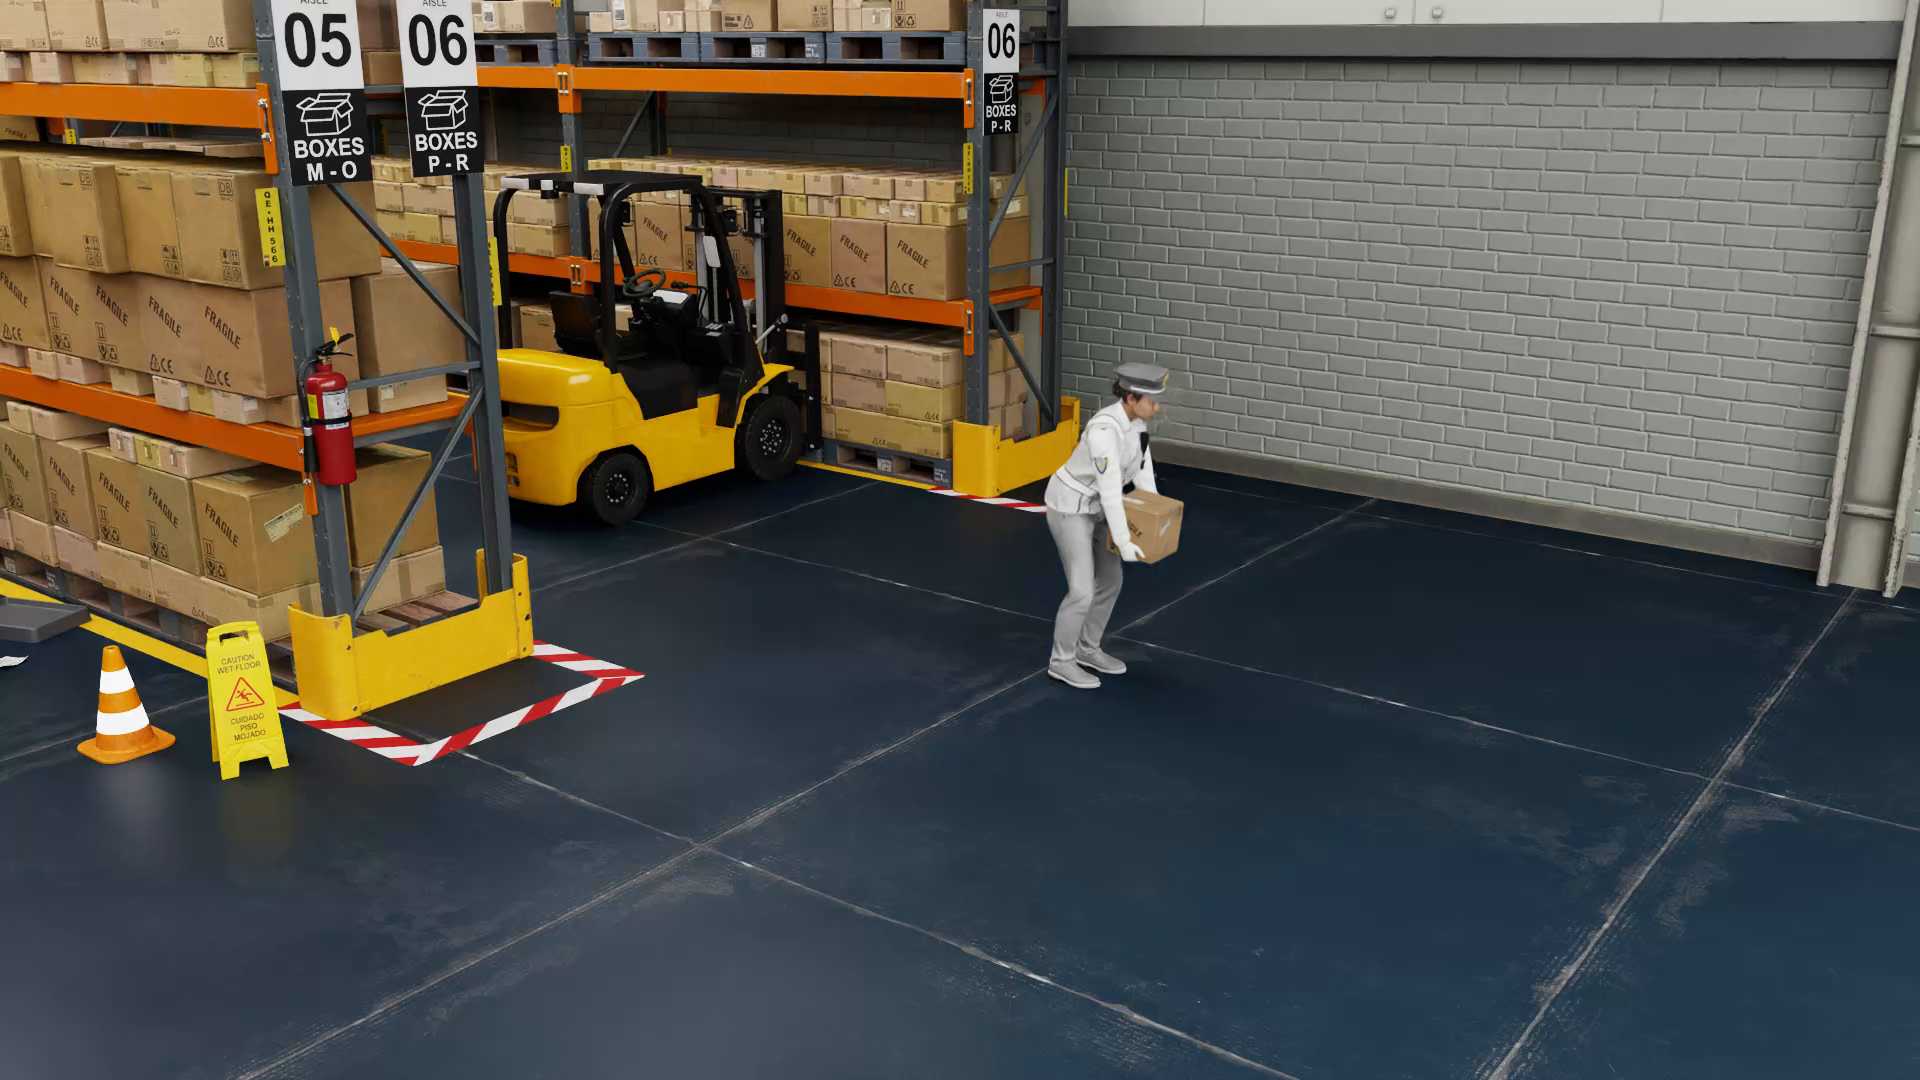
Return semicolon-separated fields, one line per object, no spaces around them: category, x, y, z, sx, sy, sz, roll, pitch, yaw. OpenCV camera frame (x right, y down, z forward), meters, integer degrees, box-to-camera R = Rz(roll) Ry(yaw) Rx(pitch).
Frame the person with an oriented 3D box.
person;0.701;-0.077;7.950;0.589;1.584;0.412;12;20;34
